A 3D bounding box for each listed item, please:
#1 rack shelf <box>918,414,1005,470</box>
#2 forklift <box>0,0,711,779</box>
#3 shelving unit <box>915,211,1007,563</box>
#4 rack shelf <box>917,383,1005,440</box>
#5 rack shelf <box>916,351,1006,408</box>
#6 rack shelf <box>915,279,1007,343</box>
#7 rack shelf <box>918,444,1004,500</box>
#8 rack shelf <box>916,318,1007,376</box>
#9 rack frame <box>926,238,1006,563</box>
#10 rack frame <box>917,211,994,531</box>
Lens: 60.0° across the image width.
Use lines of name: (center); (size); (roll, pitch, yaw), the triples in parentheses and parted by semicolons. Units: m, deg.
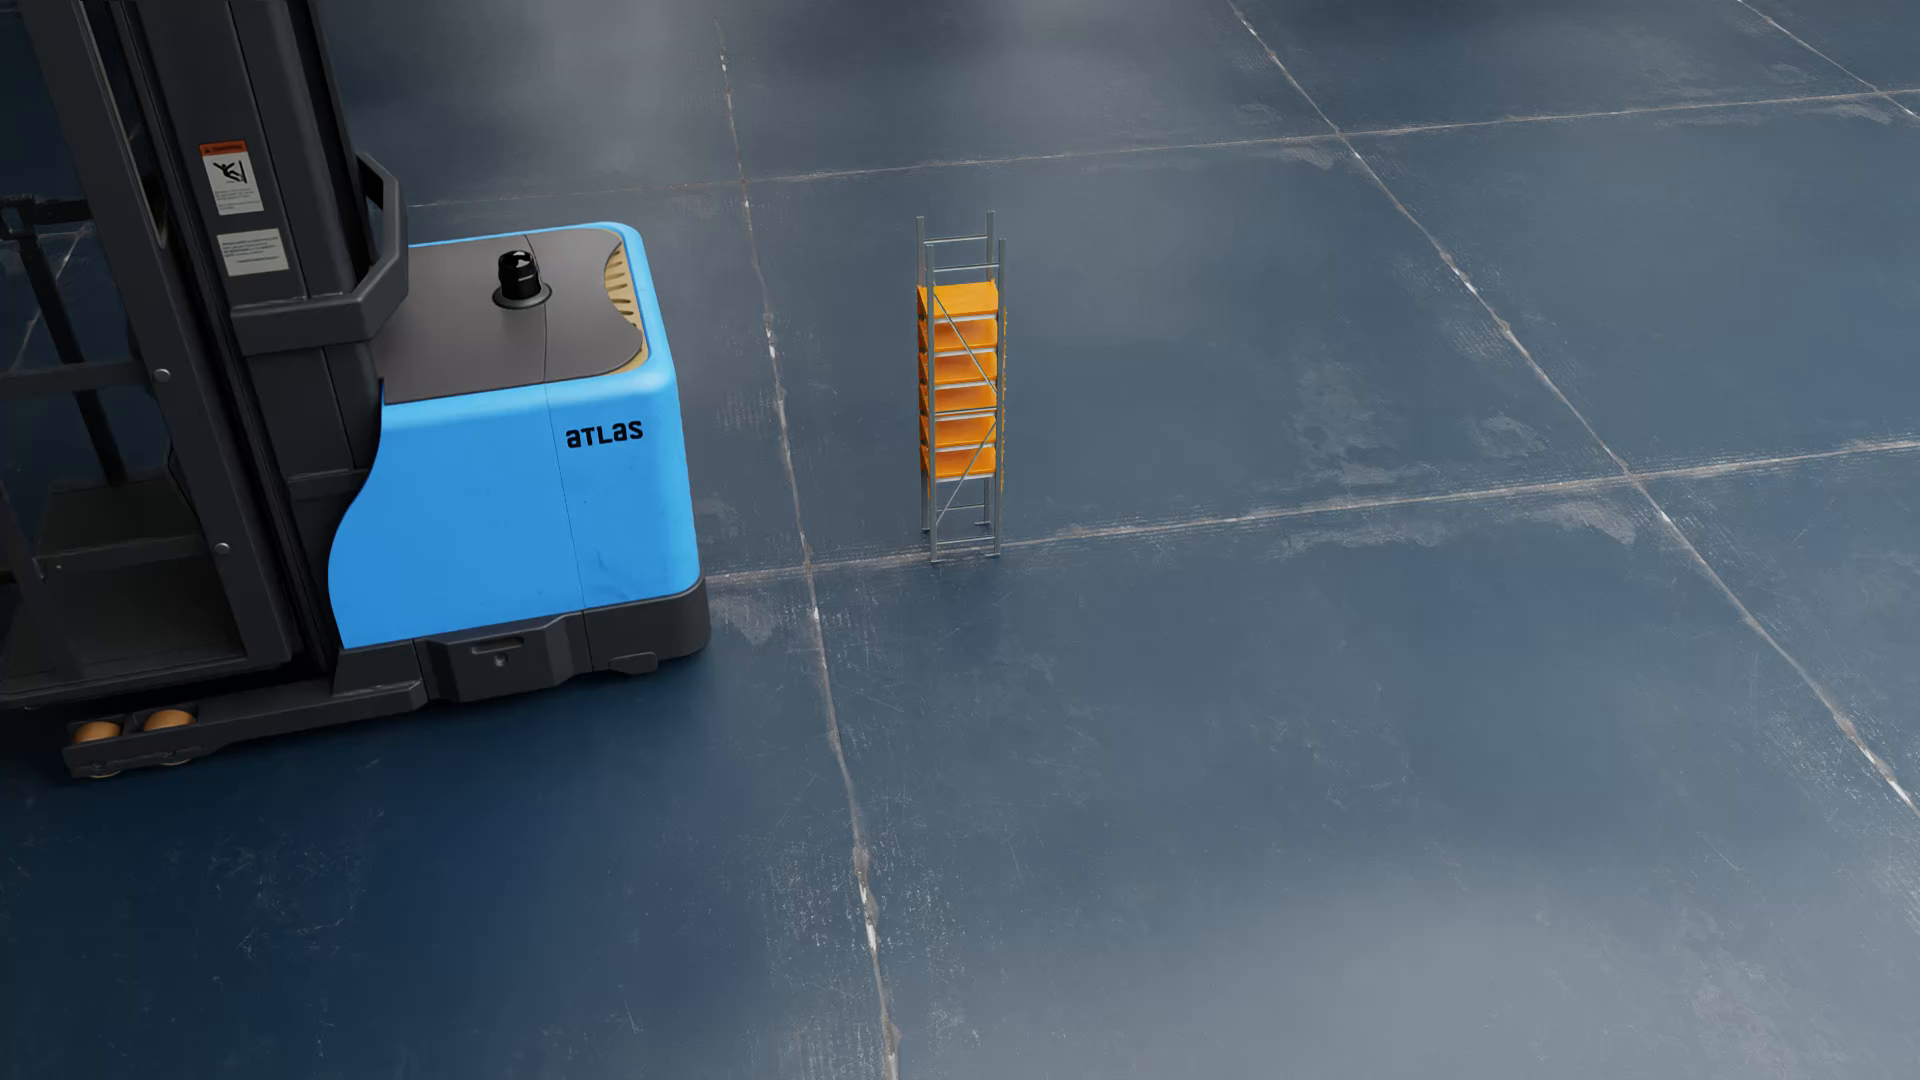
rack shelf: (0.003, -0.335, 5.472); (0.258, 0.103, 0.180); (-6, 38, -8)
forklift: (-2.361, -0.824, 4.421); (3.031, 2.935, 1.130); (-9, 39, -12)
shelving unit: (0.003, -0.465, 5.371); (0.258, 1.200, 0.189); (-6, 38, -8)
rack shelf: (0.003, -0.430, 5.398); (0.258, 0.103, 0.180); (-6, 38, -8)
rack shelf: (0.003, -0.525, 5.324); (0.258, 0.103, 0.180); (-6, 38, -8)
rack shelf: (0.003, -0.714, 5.177); (0.258, 0.103, 0.180); (-6, 38, -8)
rack shelf: (0.003, -0.240, 5.545); (0.258, 0.103, 0.180); (-6, 38, -8)
rack shelf: (0.003, -0.620, 5.251); (0.258, 0.103, 0.180); (-6, 38, -8)
rack frame: (0.019, -0.410, 5.300); (0.240, 1.200, 0.006); (-6, 38, -8)
rack frame: (-0.013, -0.520, 5.442); (0.240, 1.200, 0.006); (-6, 38, -8)
